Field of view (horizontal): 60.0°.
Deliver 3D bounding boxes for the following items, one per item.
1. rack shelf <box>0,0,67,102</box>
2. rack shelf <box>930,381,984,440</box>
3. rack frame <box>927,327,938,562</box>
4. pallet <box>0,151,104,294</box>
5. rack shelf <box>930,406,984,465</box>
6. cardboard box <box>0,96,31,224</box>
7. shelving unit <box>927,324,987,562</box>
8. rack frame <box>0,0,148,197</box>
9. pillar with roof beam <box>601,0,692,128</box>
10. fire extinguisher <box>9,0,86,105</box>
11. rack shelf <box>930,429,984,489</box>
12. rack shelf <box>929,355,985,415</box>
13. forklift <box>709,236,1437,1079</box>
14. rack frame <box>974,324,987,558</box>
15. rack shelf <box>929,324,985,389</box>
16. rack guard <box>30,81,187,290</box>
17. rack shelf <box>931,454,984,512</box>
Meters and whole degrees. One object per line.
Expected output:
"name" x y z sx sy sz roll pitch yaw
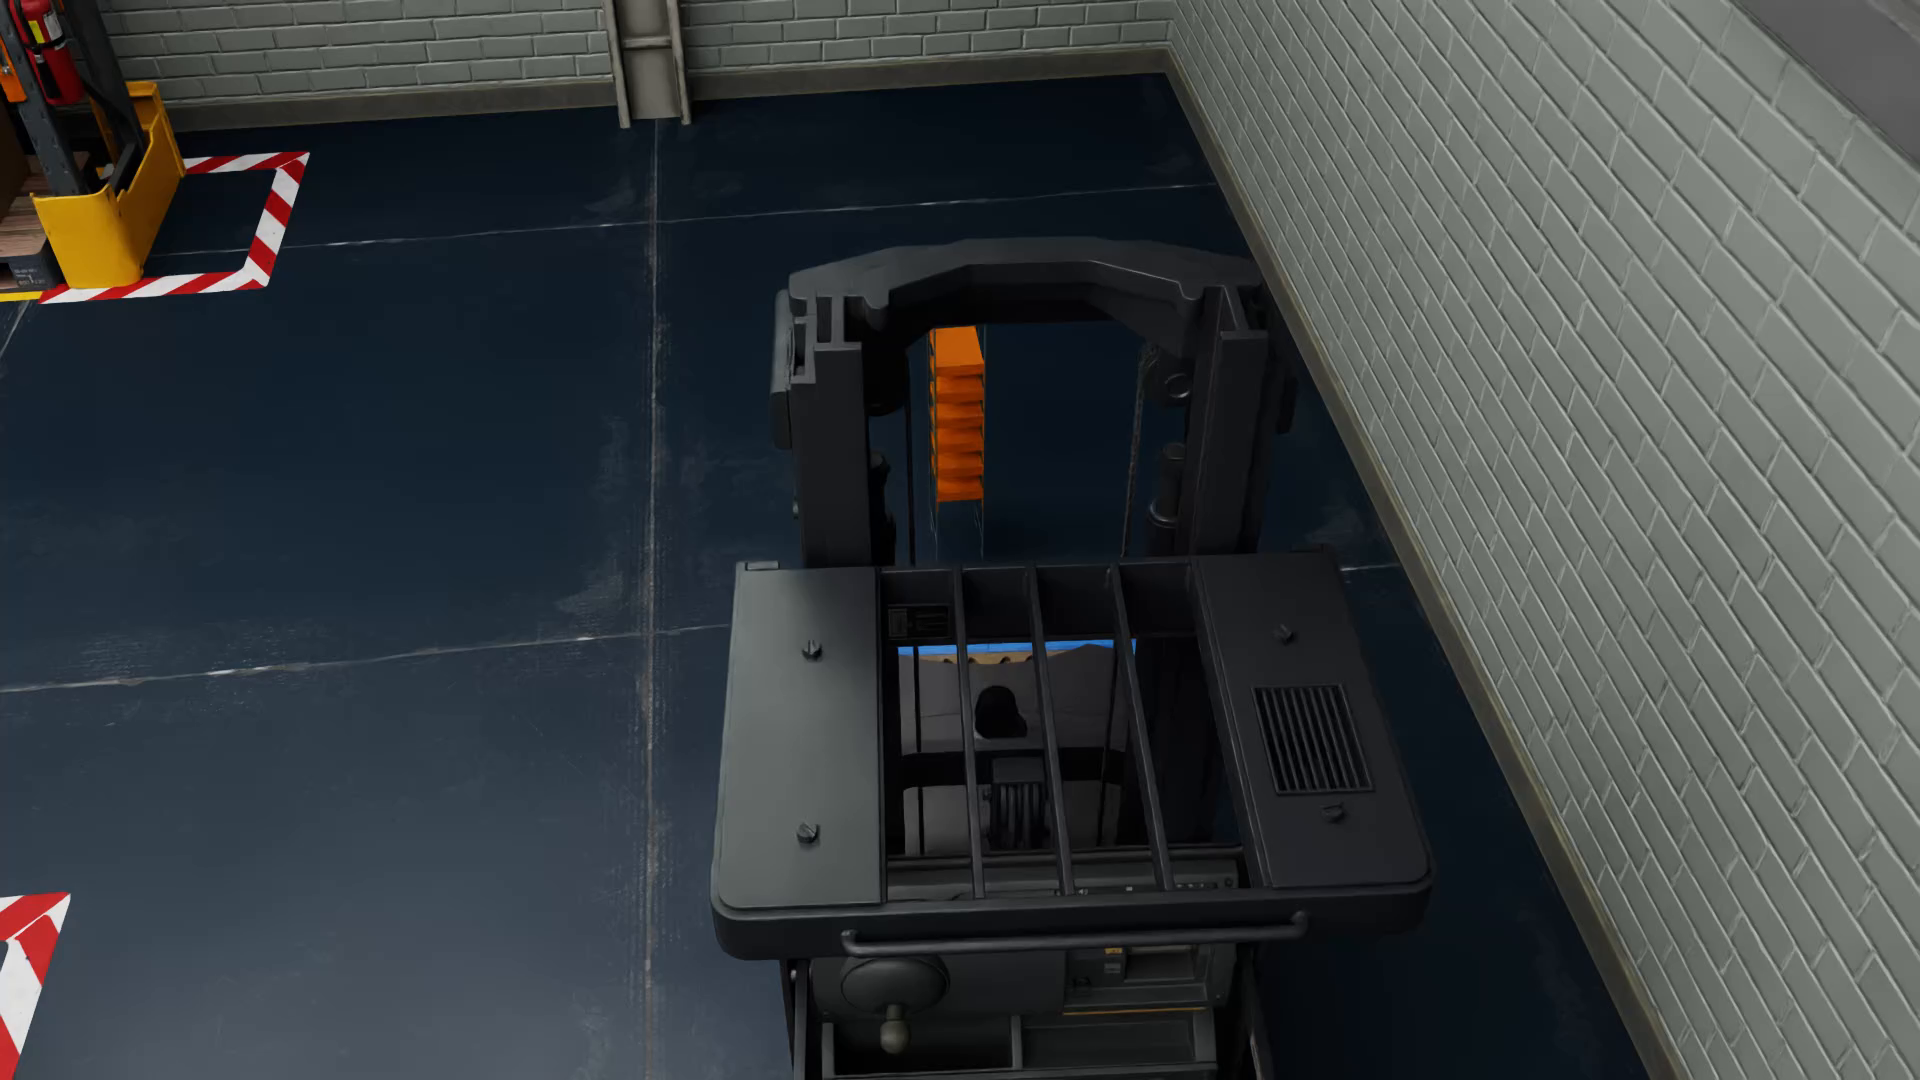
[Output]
"rack shelf" -6.271 -2.289 7.586 4.000 0.370 1.077 -5 42 -6
"rack shelf" -0.014 -0.500 6.296 0.180 0.103 0.258 -5 42 -6
"rack frame" -0.105 -0.436 6.338 0.006 1.200 0.240 -5 42 -6
"pallet" -5.071 -1.573 8.337 1.213 0.211 1.003 -5 42 -6
"rack shelf" -0.014 -0.411 6.376 0.180 0.103 0.258 -5 42 -6
"cardboard box" -4.969 -1.831 8.093 0.500 0.500 0.700 -5 42 -6
"shelving unit" -0.014 -0.444 6.347 0.189 1.200 0.258 -5 42 -6
"rack frame" -4.288 -2.730 7.537 0.127 3.000 1.000 -5 42 -6
"pillar with roof beam" -1.165 -2.908 3.255 0.400 9.000 9.100 -5 42 -6
"fire extinguisher" -4.078 -2.269 7.363 0.183 0.674 0.296 -5 42 -6
"rack shelf" -0.014 -0.322 6.457 0.180 0.103 0.258 -5 42 -6
"rack shelf" -0.014 -0.589 6.216 0.180 0.103 0.258 -5 42 -6
"forklift" 0.153 0.988 3.466 1.130 2.935 3.031 -2 42 -2
"rack frame" 0.076 -0.452 6.356 0.006 1.200 0.240 -5 42 -6
"rack shelf" -0.014 -0.679 6.135 0.180 0.103 0.258 -5 42 -6
"rack guard" -4.264 -1.804 8.377 0.348 0.500 1.175 -5 42 -6
"rack shelf" -0.014 -0.233 6.537 0.180 0.103 0.258 -5 42 -6
